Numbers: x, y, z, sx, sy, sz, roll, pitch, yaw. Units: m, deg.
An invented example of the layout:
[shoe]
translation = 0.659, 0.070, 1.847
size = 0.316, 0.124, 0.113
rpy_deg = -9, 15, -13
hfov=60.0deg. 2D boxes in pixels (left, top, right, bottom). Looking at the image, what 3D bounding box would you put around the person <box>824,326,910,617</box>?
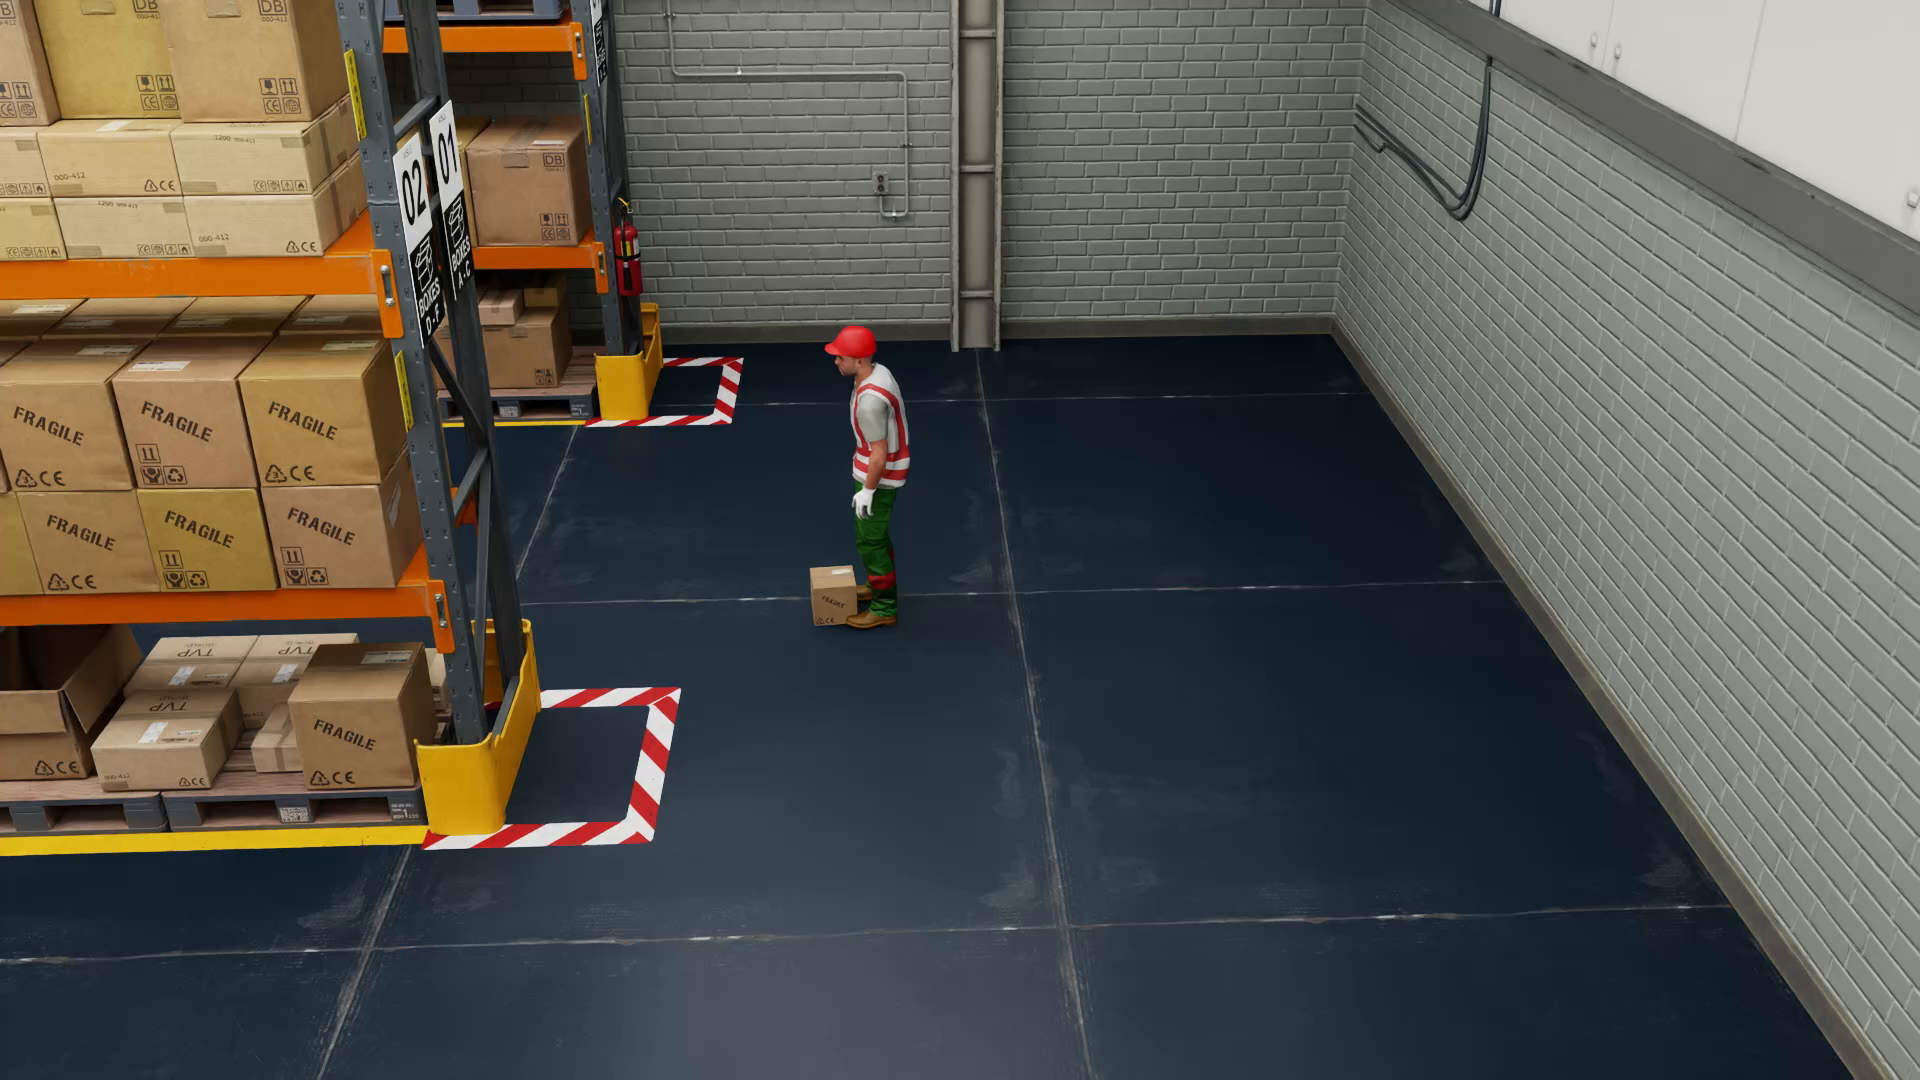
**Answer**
[person]
translation = -0.504, -0.384, 9.283
size = 0.449, 1.722, 0.581
rpy_deg = -1, 27, -2
